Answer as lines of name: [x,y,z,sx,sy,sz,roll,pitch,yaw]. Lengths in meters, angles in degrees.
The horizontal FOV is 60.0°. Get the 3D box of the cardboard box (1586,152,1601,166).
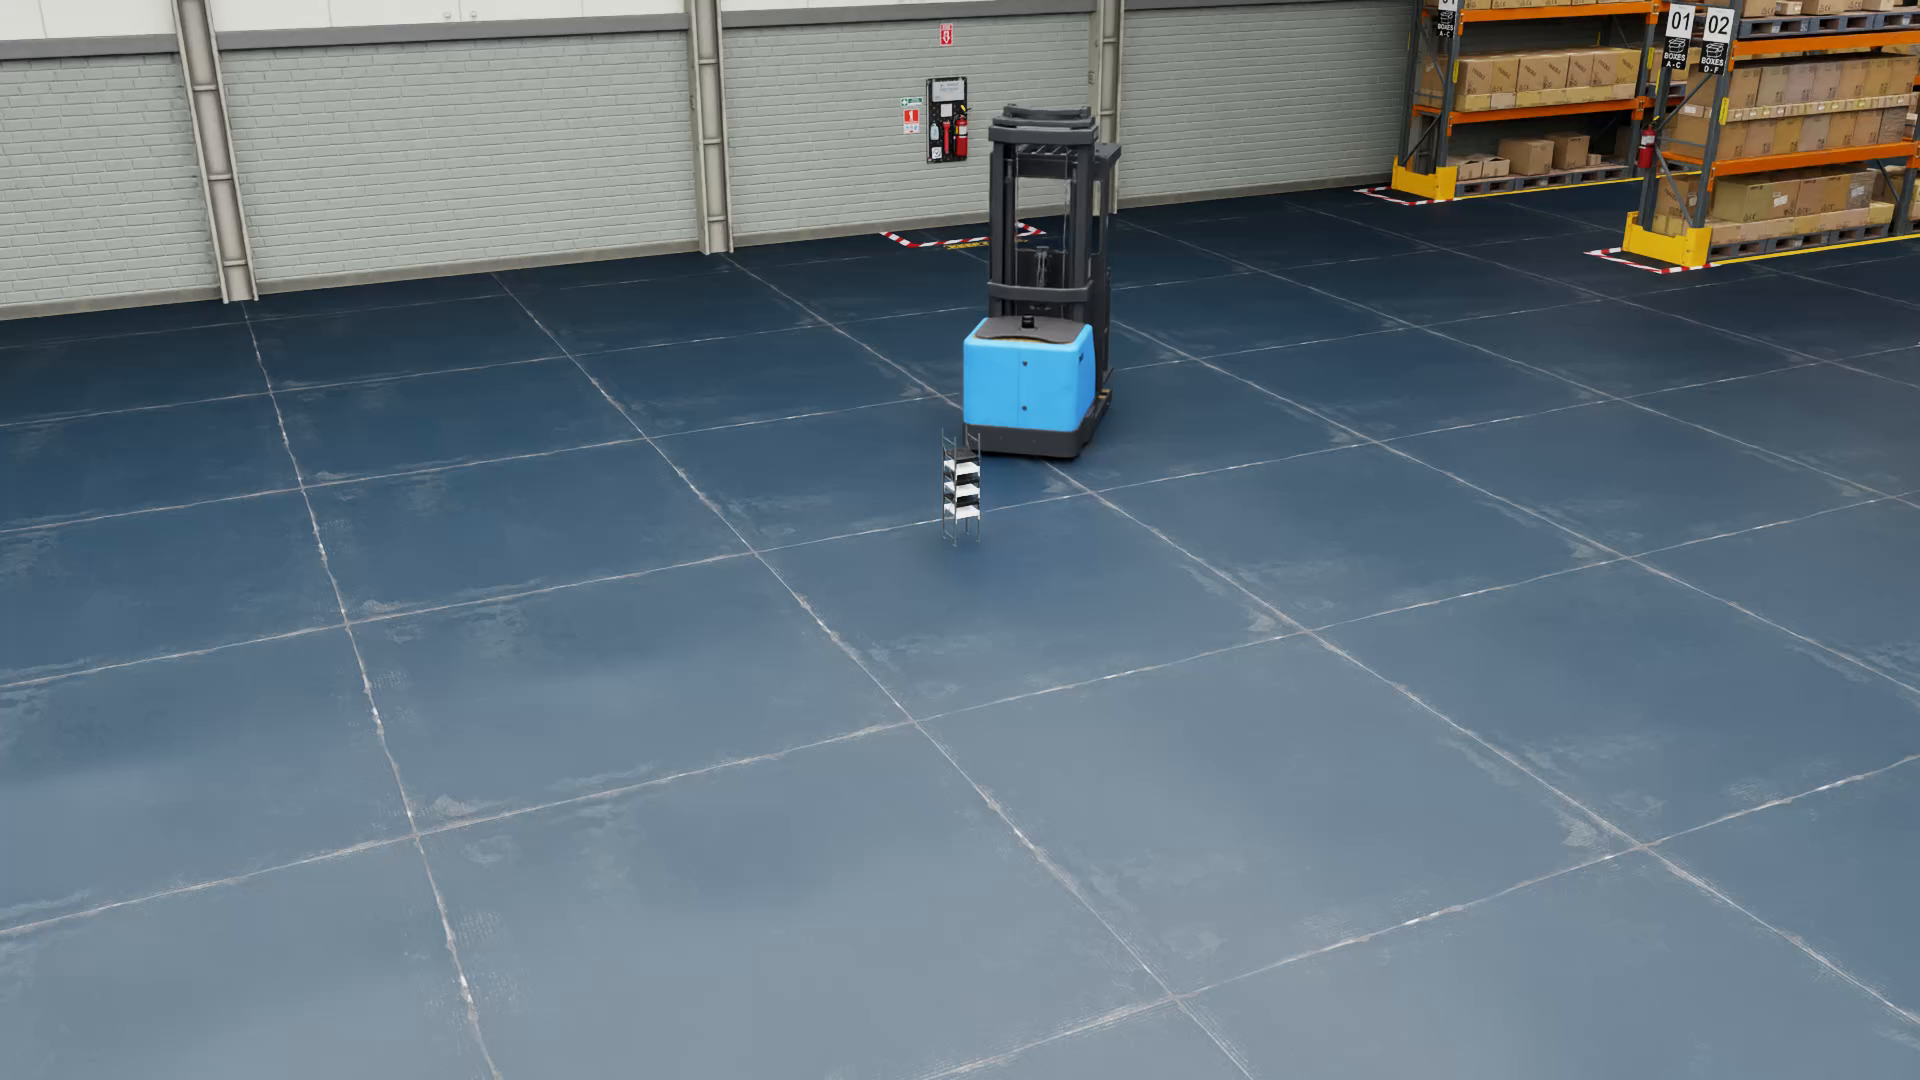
cardboard box: [10.392,-6.333,27.580,0.250,0.166,0.380,-14,26,-30]

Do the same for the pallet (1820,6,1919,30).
pallet: [12.255,-7.026,22.318,1.213,0.211,1.003,-10,25,-24]

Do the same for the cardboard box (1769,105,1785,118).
cardboard box: [10.546,-5.631,21.777,0.250,0.149,0.380,-11,25,-24]

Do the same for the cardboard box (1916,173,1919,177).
cardboard box: [13.946,-5.078,23.731,0.500,0.311,0.500,-11,25,-24]

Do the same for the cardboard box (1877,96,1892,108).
cardboard box: [12.402,-5.974,22.604,0.250,0.149,0.380,-11,25,-25]

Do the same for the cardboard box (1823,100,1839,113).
cardboard box: [11.478,-5.803,22.192,0.250,0.149,0.380,-10,24,-22]

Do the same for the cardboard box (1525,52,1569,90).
cardboard box: [9.195,-7.388,26.189,0.500,0.500,0.500,-10,24,-22]

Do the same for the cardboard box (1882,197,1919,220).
cardboard box: [13.483,-4.736,23.639,0.500,0.250,0.500,-11,25,-25]

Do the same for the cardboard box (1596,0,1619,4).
cardboard box: [10.052,-8.731,26.164,0.500,0.500,0.500,-13,26,-28]

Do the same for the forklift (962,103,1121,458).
forklift: [0.867,-2.614,15.555,1.130,2.935,3.031,5,23,13]

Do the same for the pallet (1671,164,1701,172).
pallet: [12.662,-6.583,28.700,1.213,0.211,1.003,-10,25,-24]

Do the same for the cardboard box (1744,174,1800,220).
cardboard box: [10.883,-4.621,22.380,0.500,0.500,0.500,-10,25,-24]

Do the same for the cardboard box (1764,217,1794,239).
cardboard box: [10.888,-4.271,22.514,0.500,0.250,0.500,-10,25,-24]

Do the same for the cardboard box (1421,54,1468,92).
cardboard box: [7.589,-7.312,26.006,0.500,0.500,0.500,-11,25,-24]

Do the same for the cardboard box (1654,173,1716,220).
cardboard box: [9.762,-4.629,22.400,0.500,0.500,0.500,-10,25,-24]

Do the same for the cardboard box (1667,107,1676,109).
cardboard box: [12.379,-7.222,28.311,0.500,0.250,0.500,-11,25,-25]

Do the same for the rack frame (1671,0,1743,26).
rack frame: [9.408,-7.940,20.488,0.127,3.000,1.000,-10,25,-24]

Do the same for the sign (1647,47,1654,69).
sign: [11.103,-7.752,26.747,0.005,0.325,0.100,-10,25,-24]

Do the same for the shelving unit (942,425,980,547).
shelving unit: [0.007,-0.417,12.904,0.210,0.900,0.258,-10,25,-24]

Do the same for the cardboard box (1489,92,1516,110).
cardboard box: [8.296,-6.877,25.934,0.500,0.250,0.500,-11,25,-25]

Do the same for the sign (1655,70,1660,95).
sign: [9.185,-6.002,21.826,0.005,0.325,0.100,-10,25,-24]

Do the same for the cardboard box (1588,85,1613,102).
cardboard box: [10.113,-7.215,26.751,0.500,0.250,0.500,-10,25,-23]

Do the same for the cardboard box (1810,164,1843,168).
cardboard box: [12.012,-5.047,23.409,0.500,0.500,0.500,-10,25,-24]

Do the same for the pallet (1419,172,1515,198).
pallet: [8.072,-5.721,26.618,1.213,0.211,1.003,-10,25,-24]

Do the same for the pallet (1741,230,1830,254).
pallet: [11.177,-4.222,22.995,1.213,0.211,1.003,-10,25,-24]

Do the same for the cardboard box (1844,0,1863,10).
cardboard box: [11.474,-7.294,21.983,0.637,0.503,0.797,-8,24,-18]

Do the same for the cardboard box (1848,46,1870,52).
cardboard box: [15.490,-8.470,29.068,0.500,0.500,0.500,-10,24,-22]

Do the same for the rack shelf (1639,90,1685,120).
rack shelf: [12.663,-7.537,28.300,4.000,0.370,1.077,-10,25,-24]

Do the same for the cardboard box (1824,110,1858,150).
cardboard box: [11.689,-5.630,22.622,0.500,0.500,0.700,-10,25,-23]

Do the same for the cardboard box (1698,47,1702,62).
cardboard box: [12.420,-8.070,27.941,0.500,0.500,0.700,-7,23,-16]

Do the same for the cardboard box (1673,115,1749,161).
cardboard box: [9.834,-5.287,21.793,0.500,0.500,0.700,-10,25,-24]

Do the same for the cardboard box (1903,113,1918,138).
cardboard box: [13.437,-5.859,23.501,0.500,0.250,0.500,-9,24,-20]

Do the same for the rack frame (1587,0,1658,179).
rack frame: [10.861,-7.538,27.361,0.127,3.000,1.000,-10,25,-24]

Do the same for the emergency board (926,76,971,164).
emergency board: [-0.138,-5.897,23.396,0.643,1.169,0.194,-10,25,-24]

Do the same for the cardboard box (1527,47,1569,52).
cardboard box: [9.427,-7.653,26.829,0.500,0.500,0.500,-10,24,-22]

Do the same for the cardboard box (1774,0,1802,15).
cardboard box: [10.545,-6.831,21.328,0.250,0.149,0.380,-10,25,-24]

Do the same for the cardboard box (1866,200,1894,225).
cardboard box: [12.689,-4.603,23.316,0.500,0.250,0.500,-10,25,-24]

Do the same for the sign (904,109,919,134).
sign: [-0.680,-5.857,23.254,0.234,0.329,0.001,-10,25,-24]

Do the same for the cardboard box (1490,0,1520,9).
cardboard box: [8.166,-8.362,25.273,0.500,0.500,0.500,-9,24,-20]

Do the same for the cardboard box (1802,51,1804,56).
cardboard box: [14.776,-8.564,29.293,0.500,0.500,0.500,-10,25,-23]

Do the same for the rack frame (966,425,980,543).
rack frame: [0.099,-0.434,12.945,0.006,0.900,0.240,-10,25,-24]

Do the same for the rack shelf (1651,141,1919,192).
rack shelf: [11.210,-5.167,22.575,4.000,0.370,1.077,-10,25,-24]

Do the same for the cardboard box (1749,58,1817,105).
cardboard box: [10.808,-6.068,21.984,0.500,0.500,0.700,-10,25,-23]

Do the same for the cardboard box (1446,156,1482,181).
cardboard box: [7.919,-5.919,26.391,0.500,0.311,0.500,-14,26,-30]

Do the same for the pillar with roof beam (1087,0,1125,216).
pillar with roof beam: [3.973,-7.582,19.623,0.400,9.000,9.100,-10,25,-24]

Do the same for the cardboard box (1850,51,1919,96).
cardboard box: [12.615,-6.401,22.788,0.500,0.500,0.700,-10,25,-23]

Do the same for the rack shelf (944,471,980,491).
rack shelf: [0.007,-0.469,12.882,0.200,0.077,0.258,-10,25,-24]
